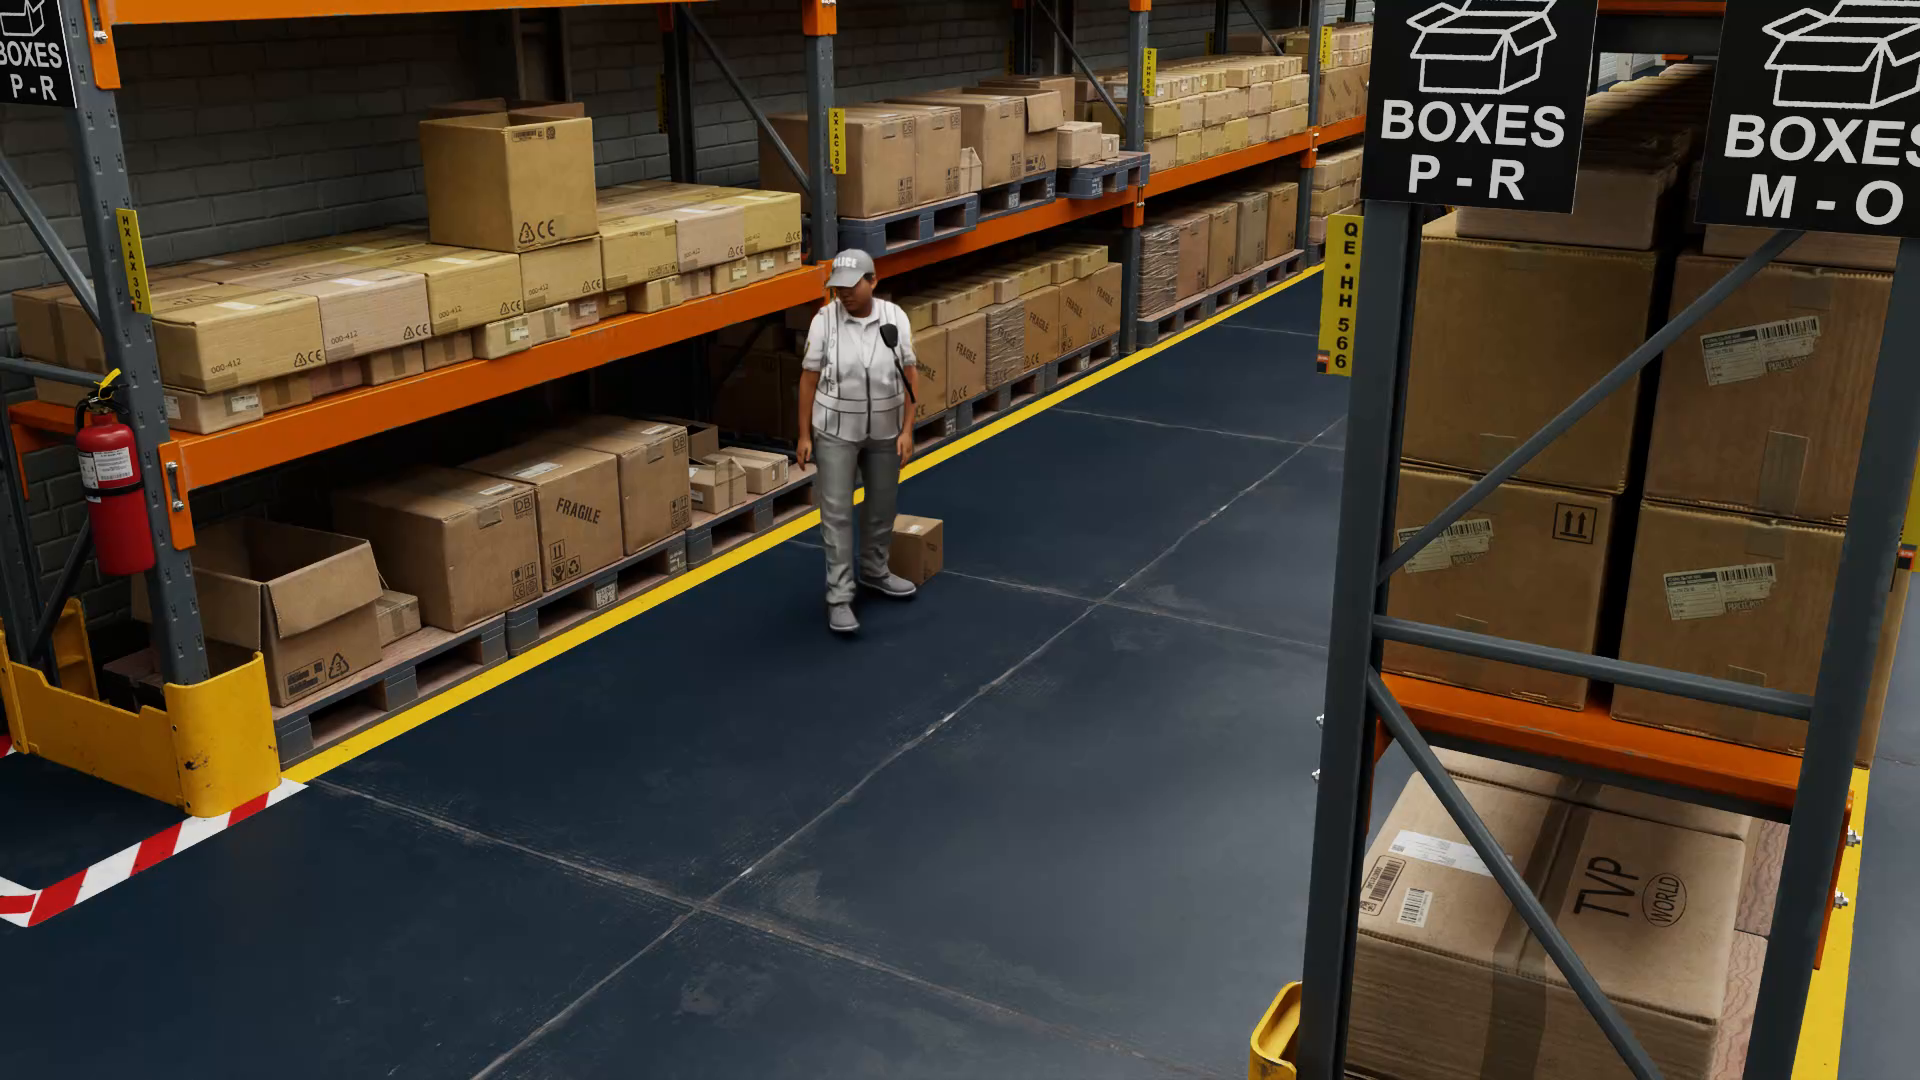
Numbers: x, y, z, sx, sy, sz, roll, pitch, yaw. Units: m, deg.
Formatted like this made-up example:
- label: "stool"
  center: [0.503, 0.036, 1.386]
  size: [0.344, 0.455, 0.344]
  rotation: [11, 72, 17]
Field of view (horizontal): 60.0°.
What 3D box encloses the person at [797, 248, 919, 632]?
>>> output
- label: "person"
  center: [-0.437, -0.462, 7.315]
  size: [0.559, 1.646, 0.624]
  rotation: [-6, 20, -16]
